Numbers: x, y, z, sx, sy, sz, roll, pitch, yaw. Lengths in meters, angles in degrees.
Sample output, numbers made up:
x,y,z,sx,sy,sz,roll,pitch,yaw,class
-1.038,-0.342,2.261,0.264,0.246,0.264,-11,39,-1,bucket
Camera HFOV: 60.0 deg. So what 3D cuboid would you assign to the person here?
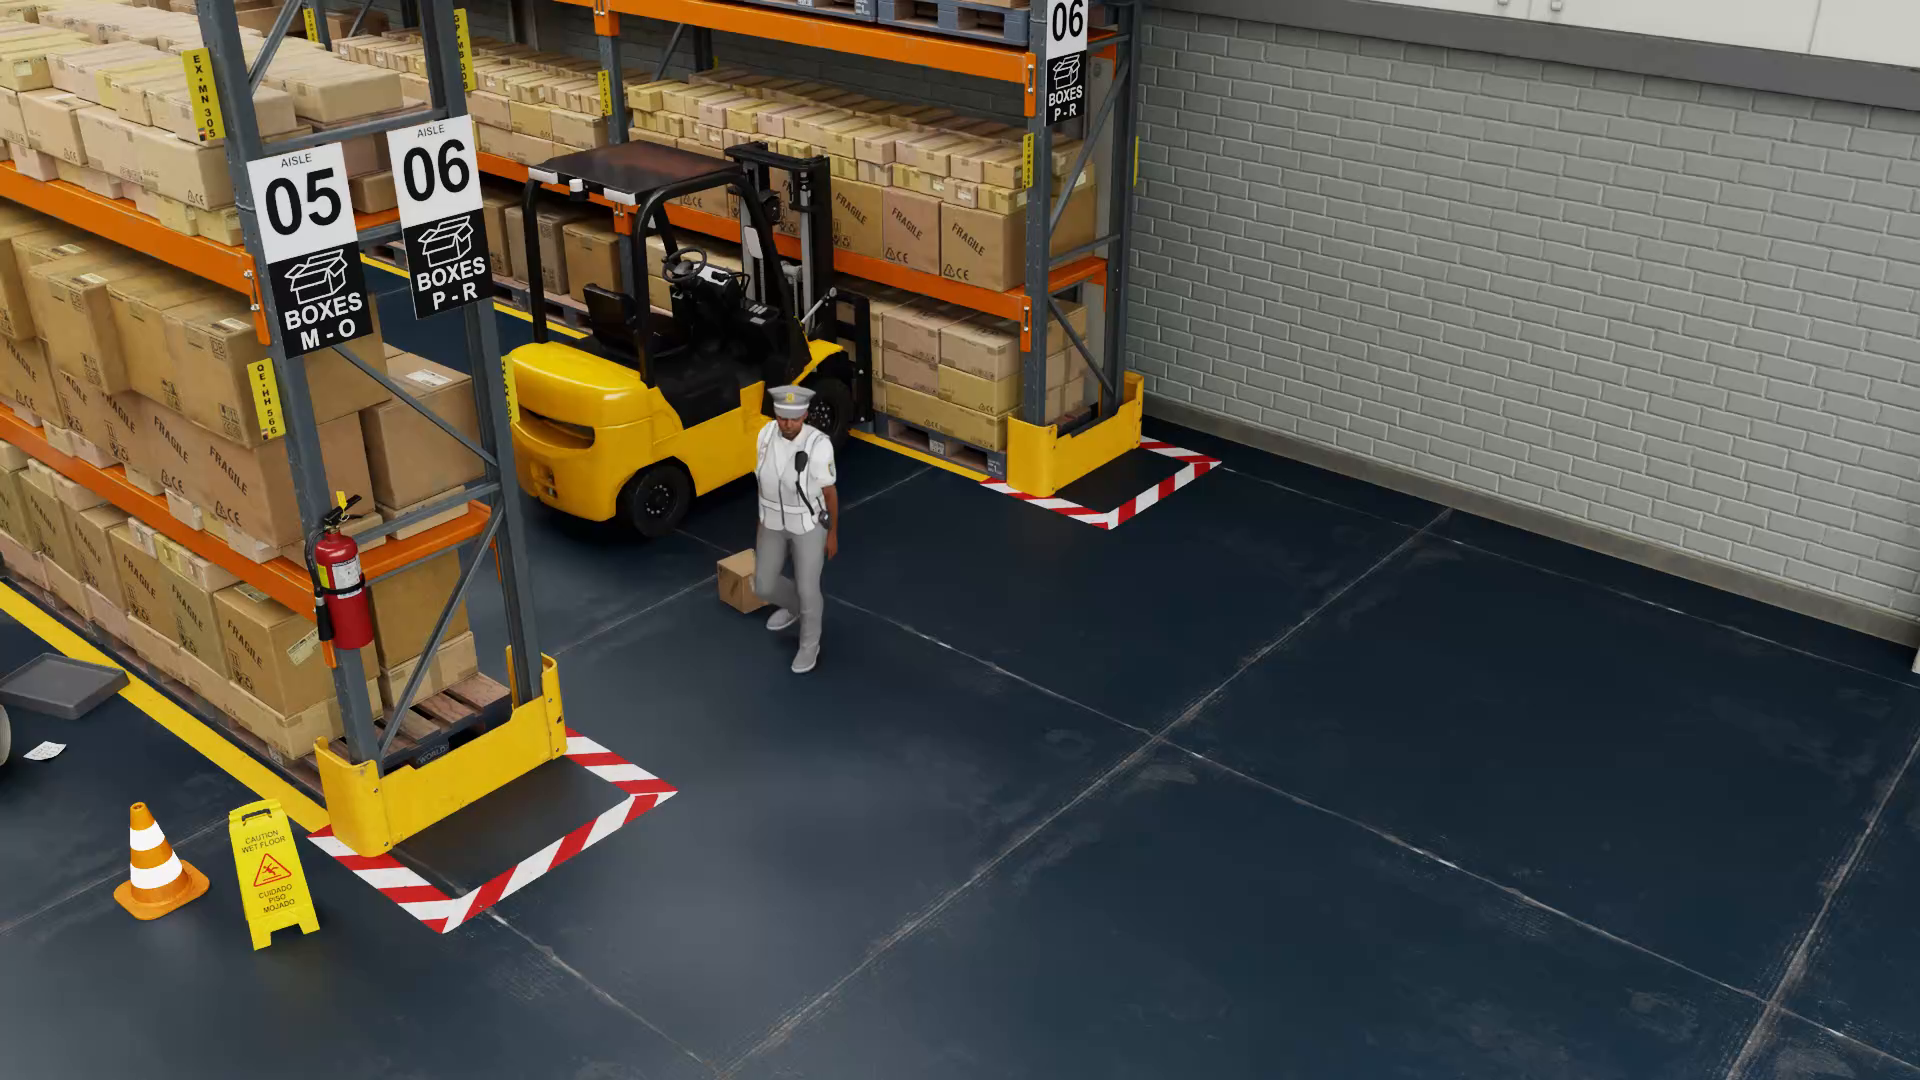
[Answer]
x,y,z,sx,sy,sz,roll,pitch,yaw,class
-0.868,-0.092,8.769,0.522,1.669,0.514,8,29,16,person
